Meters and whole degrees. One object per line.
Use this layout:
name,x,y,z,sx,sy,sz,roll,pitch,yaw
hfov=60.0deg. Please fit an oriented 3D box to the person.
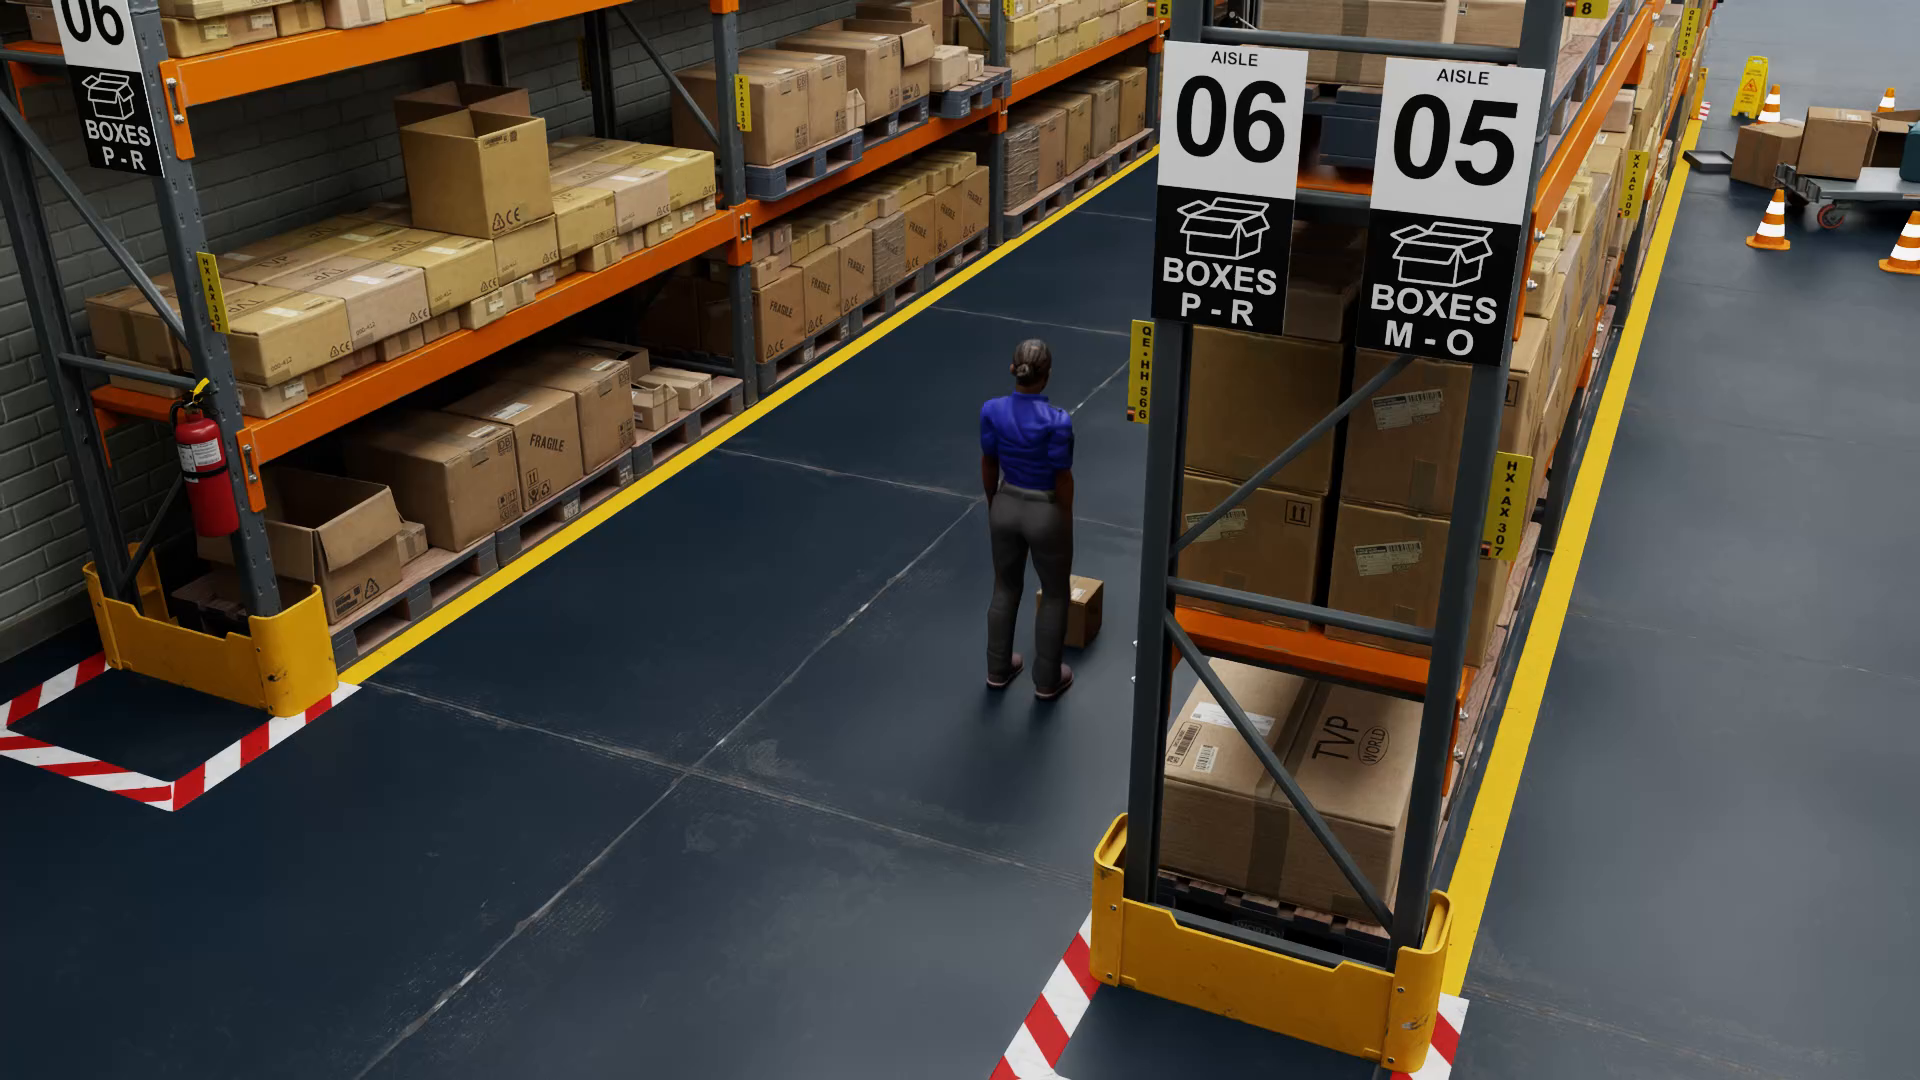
person,0.297,-0.089,7.318,0.440,1.649,0.306,13,29,24
